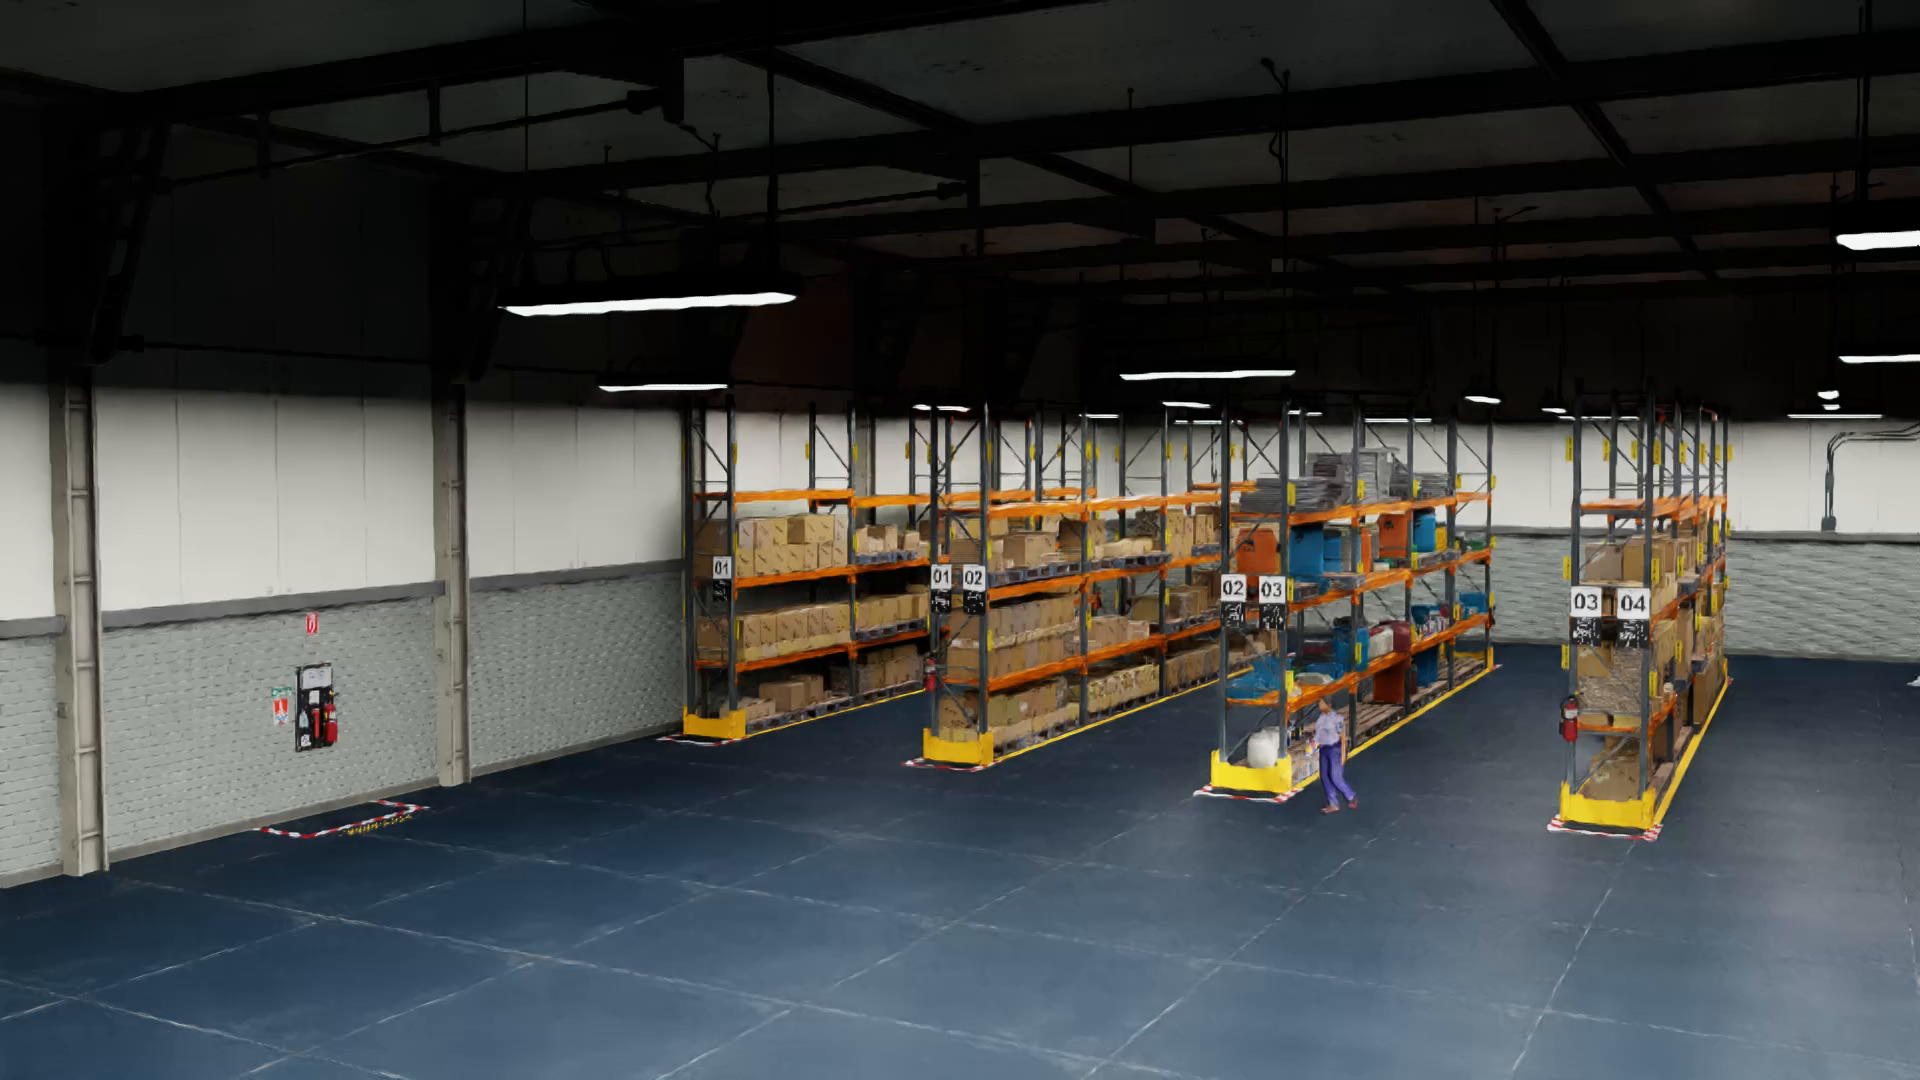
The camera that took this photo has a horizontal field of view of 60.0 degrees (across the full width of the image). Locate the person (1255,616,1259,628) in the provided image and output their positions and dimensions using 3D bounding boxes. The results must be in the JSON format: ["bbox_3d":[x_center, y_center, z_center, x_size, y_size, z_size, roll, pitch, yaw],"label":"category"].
[{"bbox_3d":[7.817,1.872,42.950,0.727,1.741,0.557,-1,3,-13],"label":"person"}]

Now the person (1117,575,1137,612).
[{"bbox_3d":[4.780,1.620,47.161,0.782,1.770,0.614,-1,3,-22],"label":"person"}]

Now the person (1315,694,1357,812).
[{"bbox_3d":[5.257,2.967,23.183,0.536,1.637,0.556,-1,3,-25],"label":"person"}]

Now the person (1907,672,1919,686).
[{"bbox_3d":[20.667,2.258,35.253,0.761,1.751,0.663,-1,3,-13],"label":"person"}]
